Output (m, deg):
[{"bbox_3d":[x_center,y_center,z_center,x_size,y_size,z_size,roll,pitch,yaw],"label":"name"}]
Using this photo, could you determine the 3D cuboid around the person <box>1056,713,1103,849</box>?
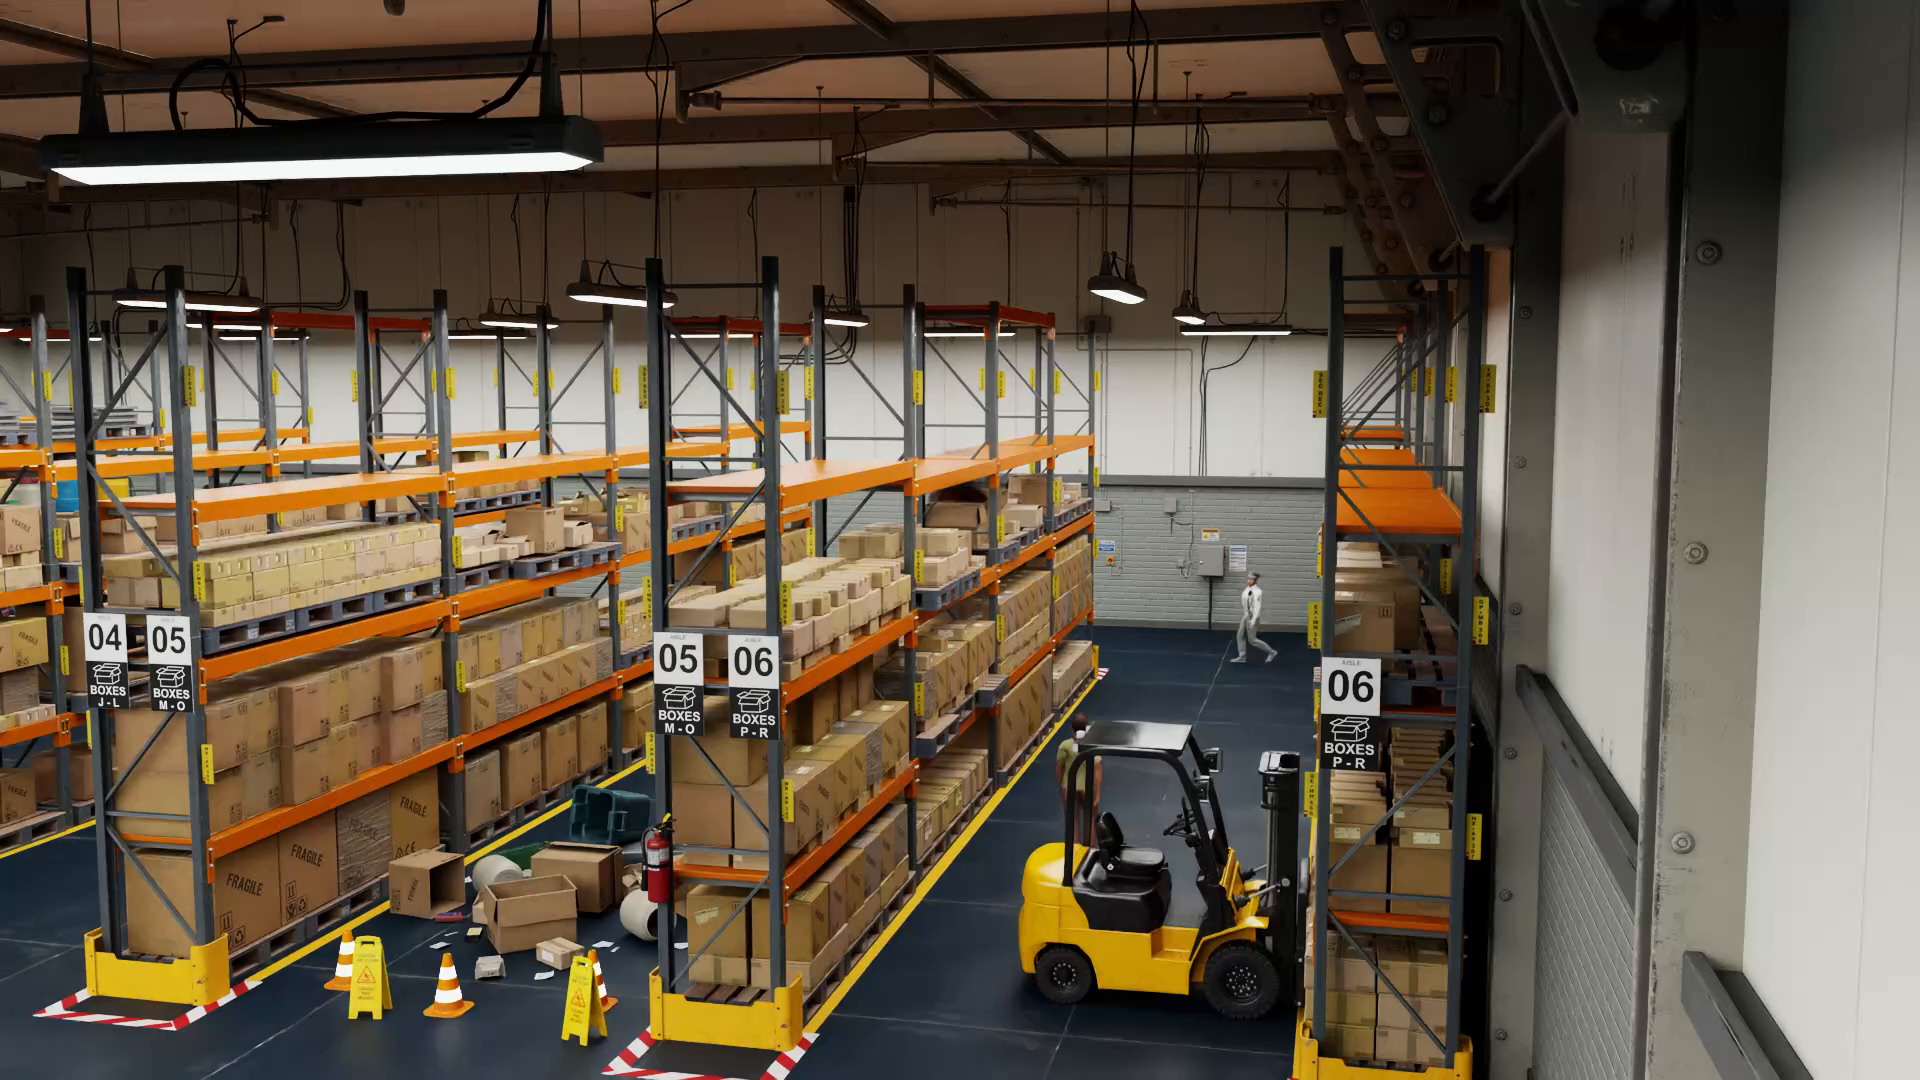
[{"bbox_3d":[1.235,2.599,17.164,0.484,1.689,0.672,1,6,9],"label":"person"}]

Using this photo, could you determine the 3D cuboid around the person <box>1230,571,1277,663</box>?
[{"bbox_3d":[5.189,1.360,29.345,0.816,1.646,0.504,1,6,6],"label":"person"}]
